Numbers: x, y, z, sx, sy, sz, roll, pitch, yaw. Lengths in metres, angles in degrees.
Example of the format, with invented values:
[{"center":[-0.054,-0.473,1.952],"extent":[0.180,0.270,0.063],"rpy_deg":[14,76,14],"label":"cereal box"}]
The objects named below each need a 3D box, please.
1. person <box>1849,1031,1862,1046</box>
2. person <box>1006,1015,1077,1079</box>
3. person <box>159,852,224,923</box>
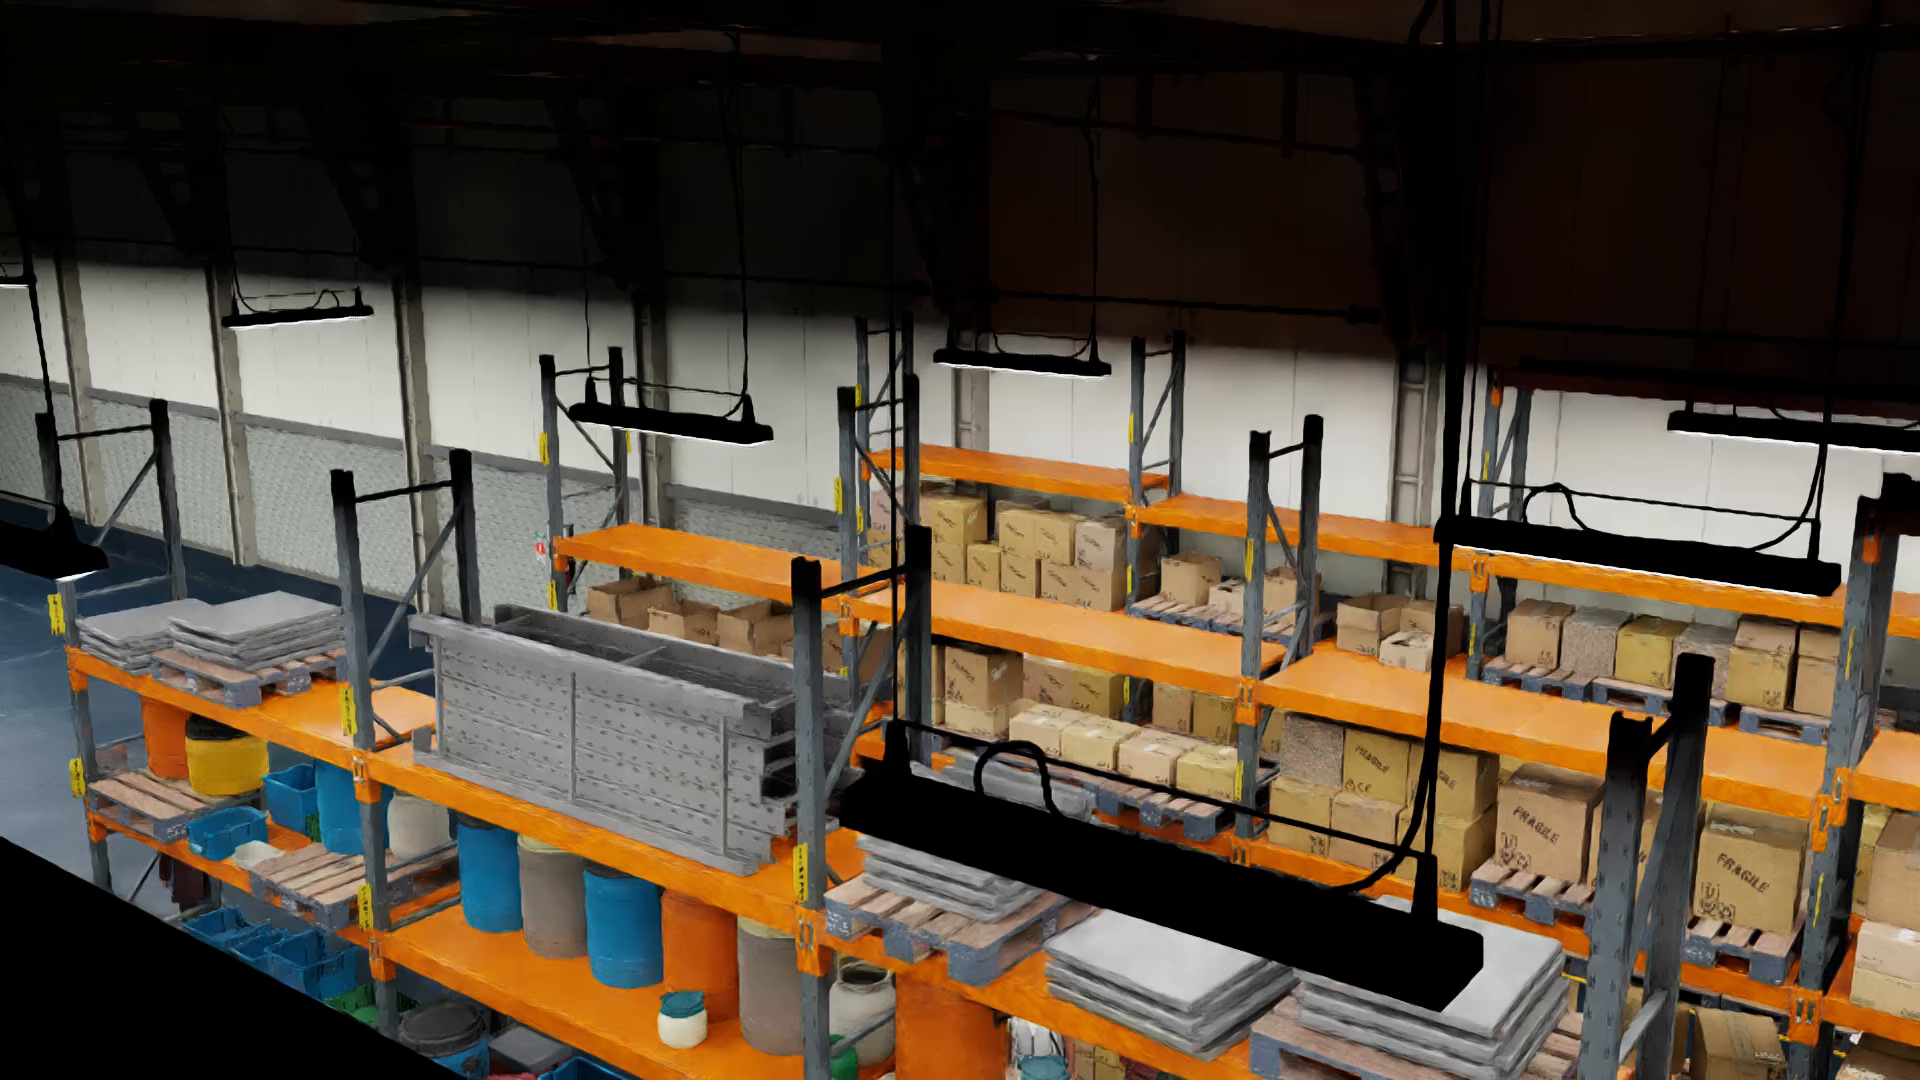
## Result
[{"center":[6.791,4.425,12.382],"extent":[1.119,1.700,0.543],"rpy_deg":[9,16,34],"label":"person"},{"center":[0.623,4.197,13.194],"extent":[0.635,1.766,0.435],"rpy_deg":[3,13,13],"label":"person"},{"center":[-7.732,3.383,16.873],"extent":[0.546,1.733,0.729],"rpy_deg":[9,16,34],"label":"person"}]
